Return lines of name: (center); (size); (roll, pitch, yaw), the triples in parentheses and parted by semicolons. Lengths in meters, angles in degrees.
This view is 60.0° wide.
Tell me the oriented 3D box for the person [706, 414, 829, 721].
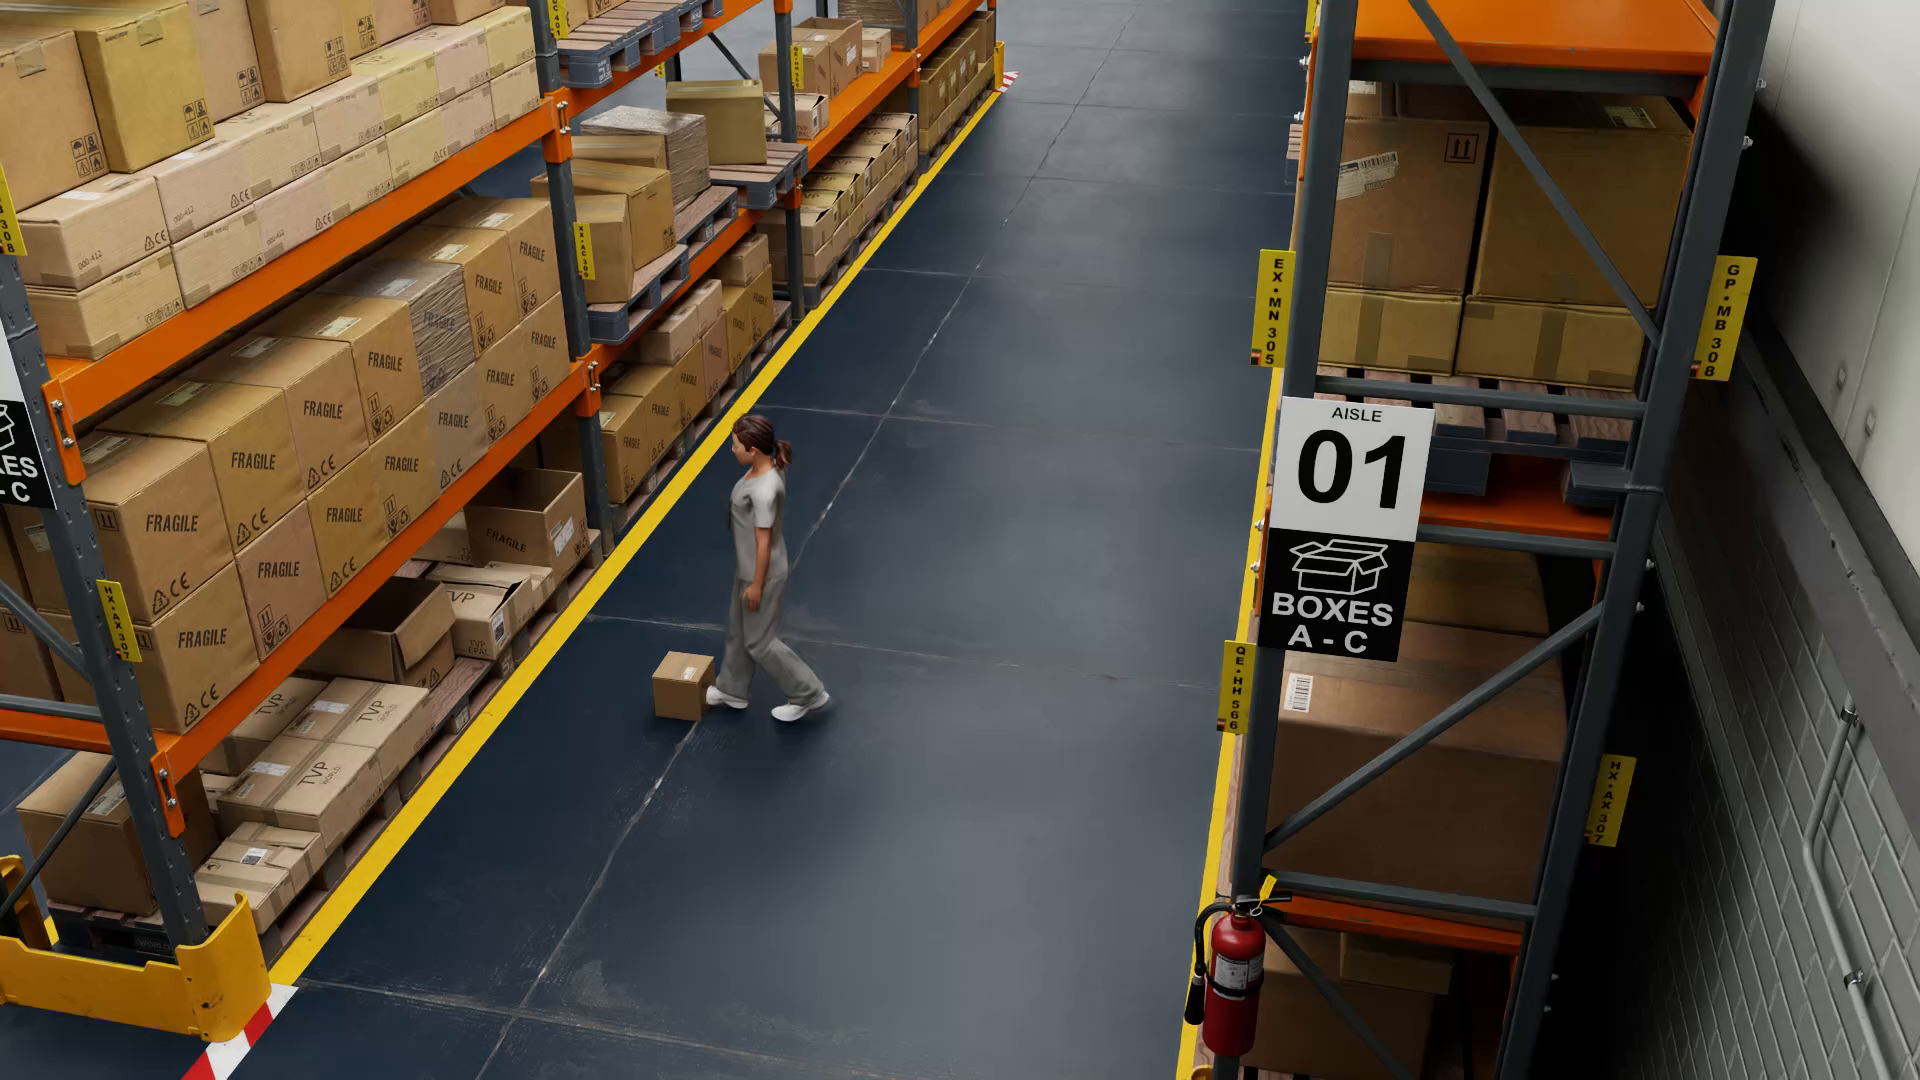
person: (-1.046, 0.149, 8.316); (0.718, 1.665, 0.467); (-3, 29, -6)
